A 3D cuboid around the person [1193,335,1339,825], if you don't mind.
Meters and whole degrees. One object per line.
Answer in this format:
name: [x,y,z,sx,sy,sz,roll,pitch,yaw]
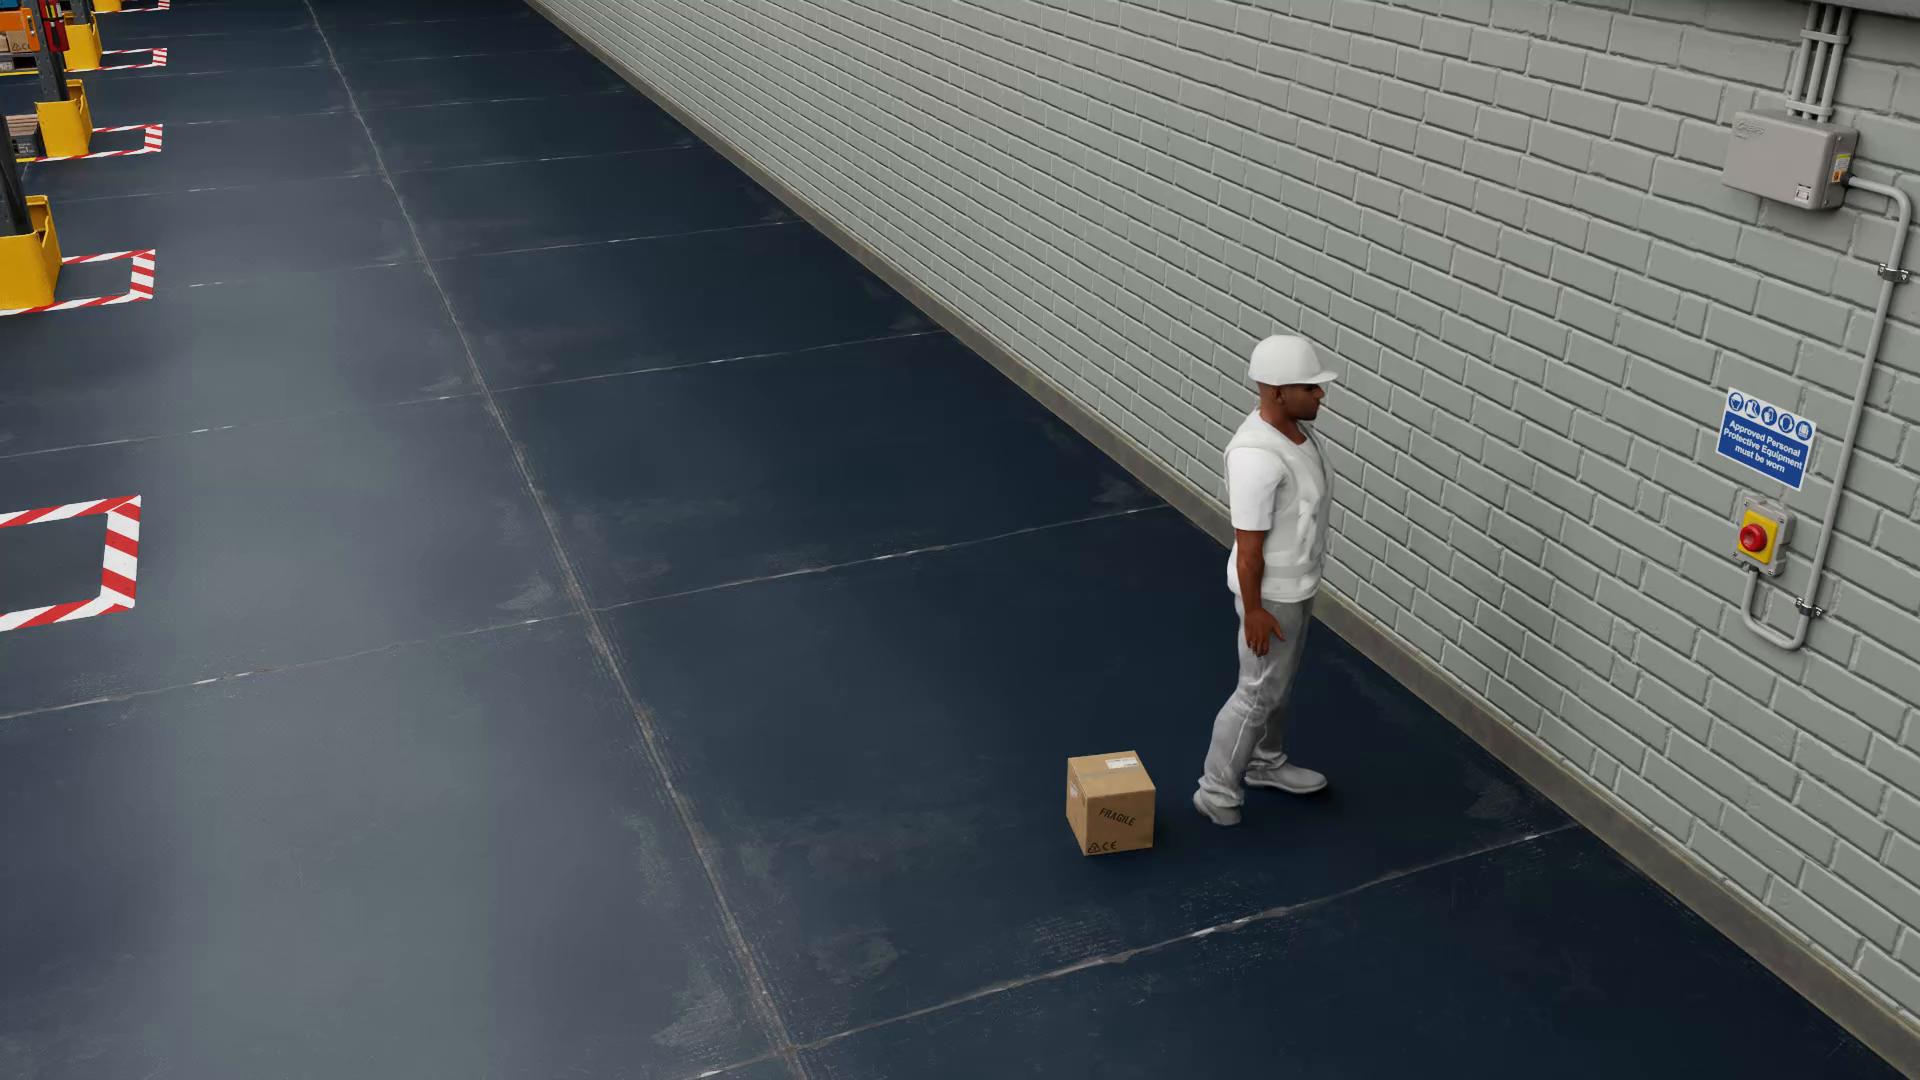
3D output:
person: [1.122,0.179,5.798,0.438,1.848,0.562,9,27,19]
